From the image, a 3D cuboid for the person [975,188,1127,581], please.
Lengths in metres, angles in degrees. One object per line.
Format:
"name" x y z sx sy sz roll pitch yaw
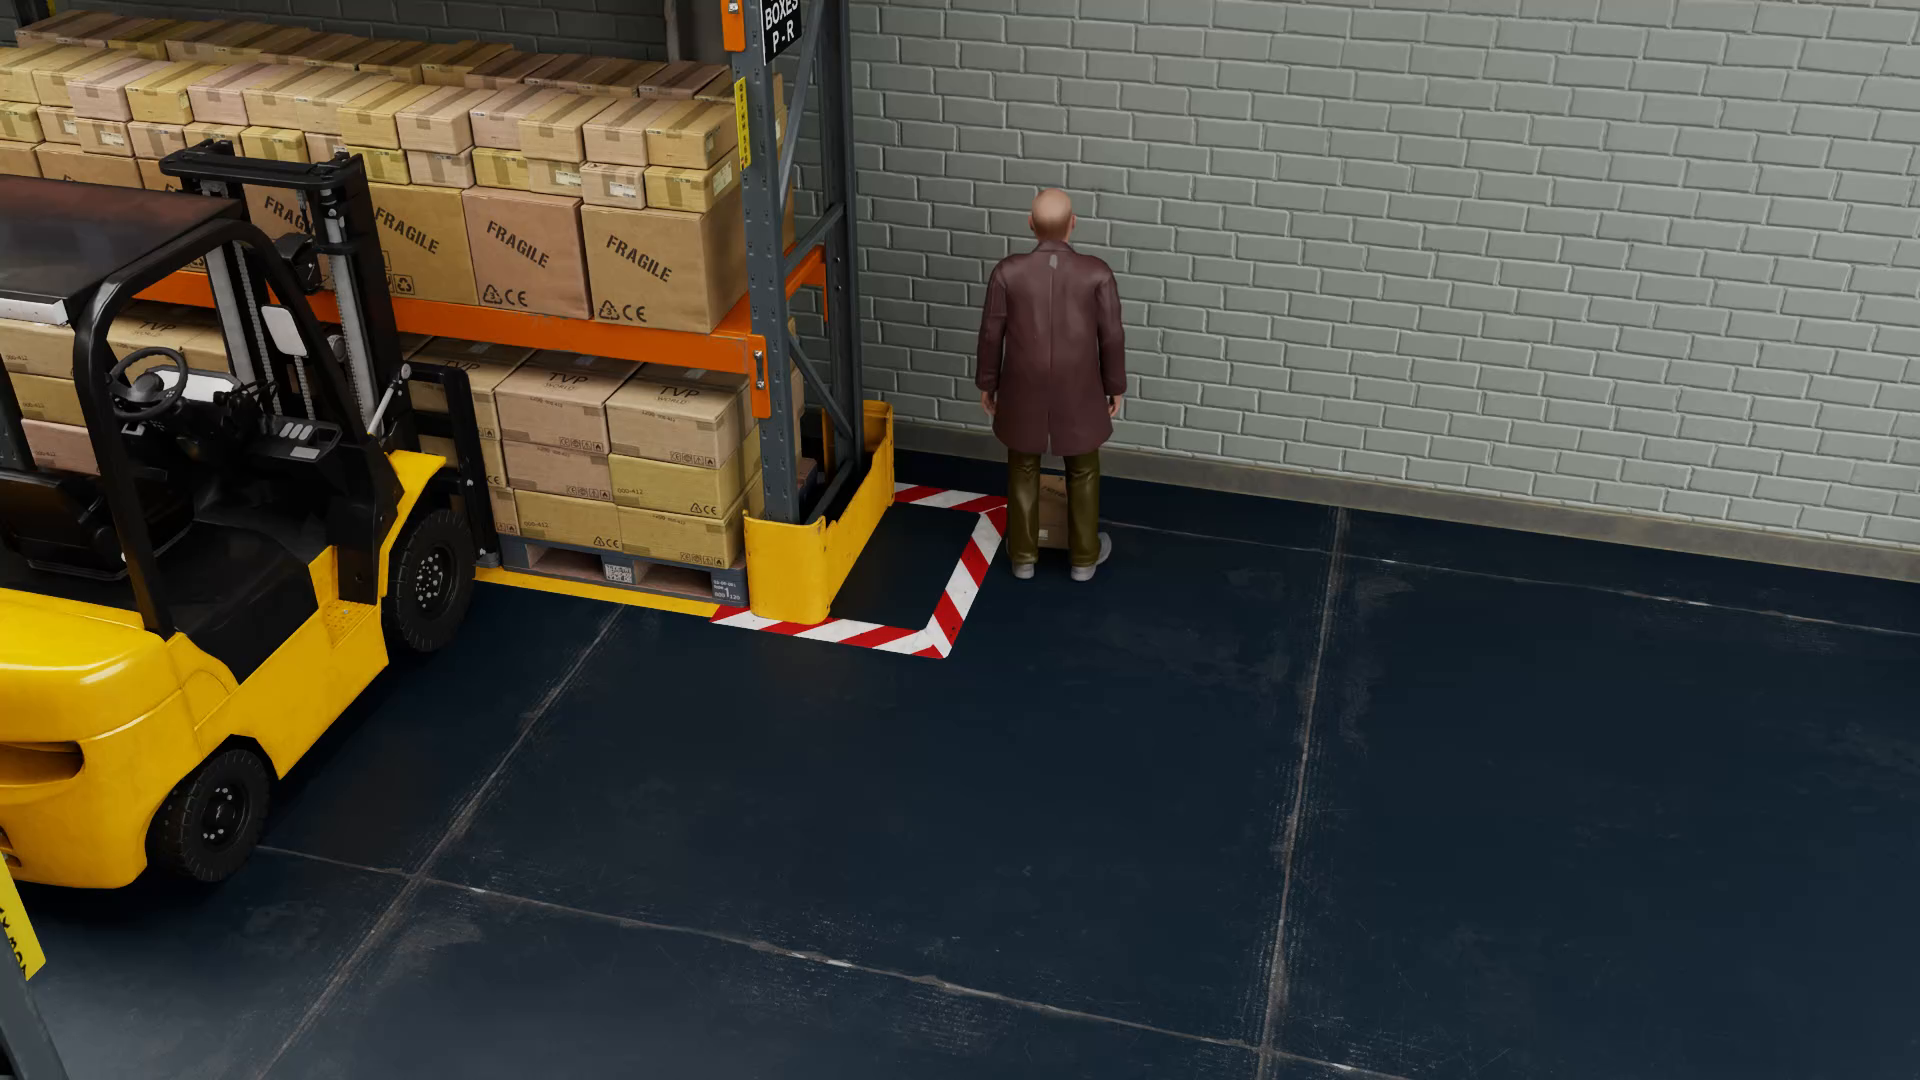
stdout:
"person" 0.390 -0.644 7.167 0.656 1.774 0.420 3 33 5
